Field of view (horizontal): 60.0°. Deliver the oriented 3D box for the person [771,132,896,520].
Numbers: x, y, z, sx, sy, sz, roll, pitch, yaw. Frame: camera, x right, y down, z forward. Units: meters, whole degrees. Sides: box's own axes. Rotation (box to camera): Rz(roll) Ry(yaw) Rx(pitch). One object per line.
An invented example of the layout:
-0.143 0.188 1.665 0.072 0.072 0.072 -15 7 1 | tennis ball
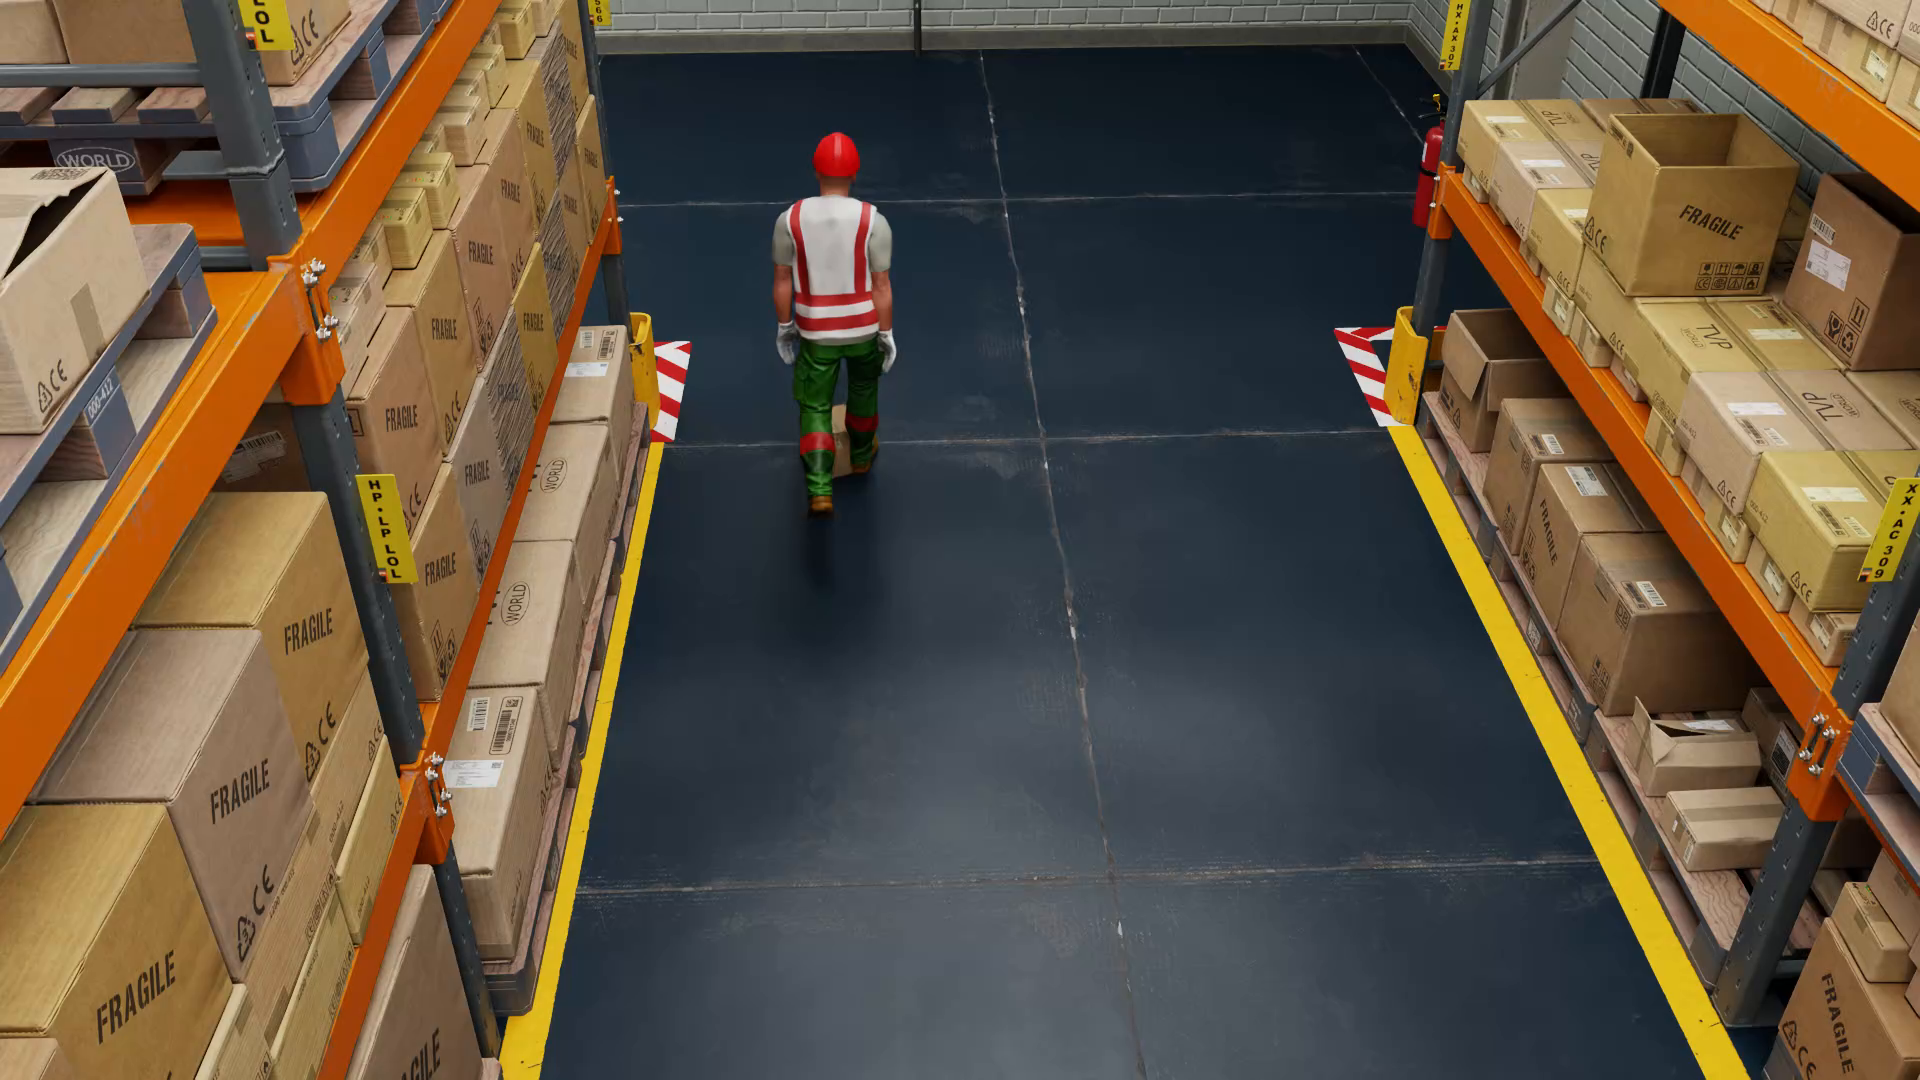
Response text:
-0.560 -0.917 7.456 0.548 1.750 0.993 0 35 -1 | person
